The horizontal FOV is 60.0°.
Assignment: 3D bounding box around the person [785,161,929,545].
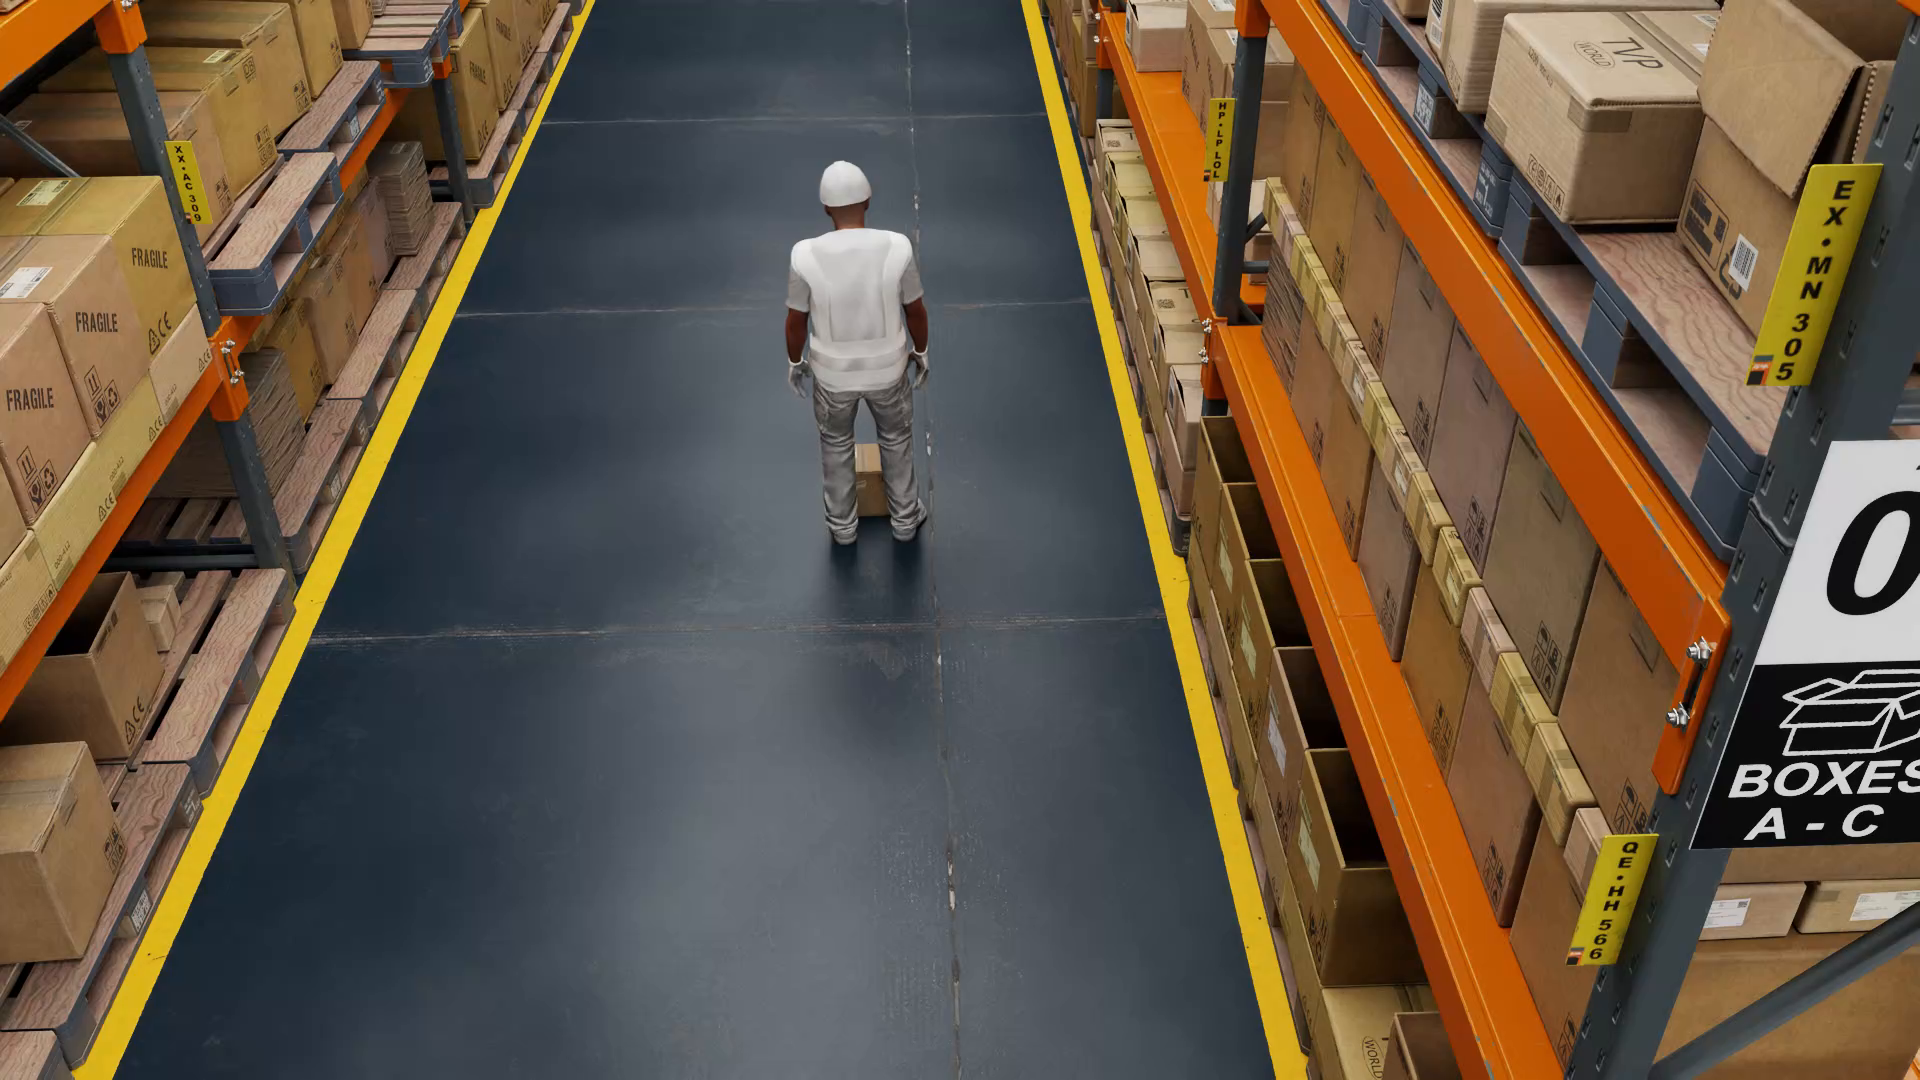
[{"bbox_3d":[-0.441,-0.775,7.247,0.623,1.771,0.450,-4,35,-5],"label":"person"}]
